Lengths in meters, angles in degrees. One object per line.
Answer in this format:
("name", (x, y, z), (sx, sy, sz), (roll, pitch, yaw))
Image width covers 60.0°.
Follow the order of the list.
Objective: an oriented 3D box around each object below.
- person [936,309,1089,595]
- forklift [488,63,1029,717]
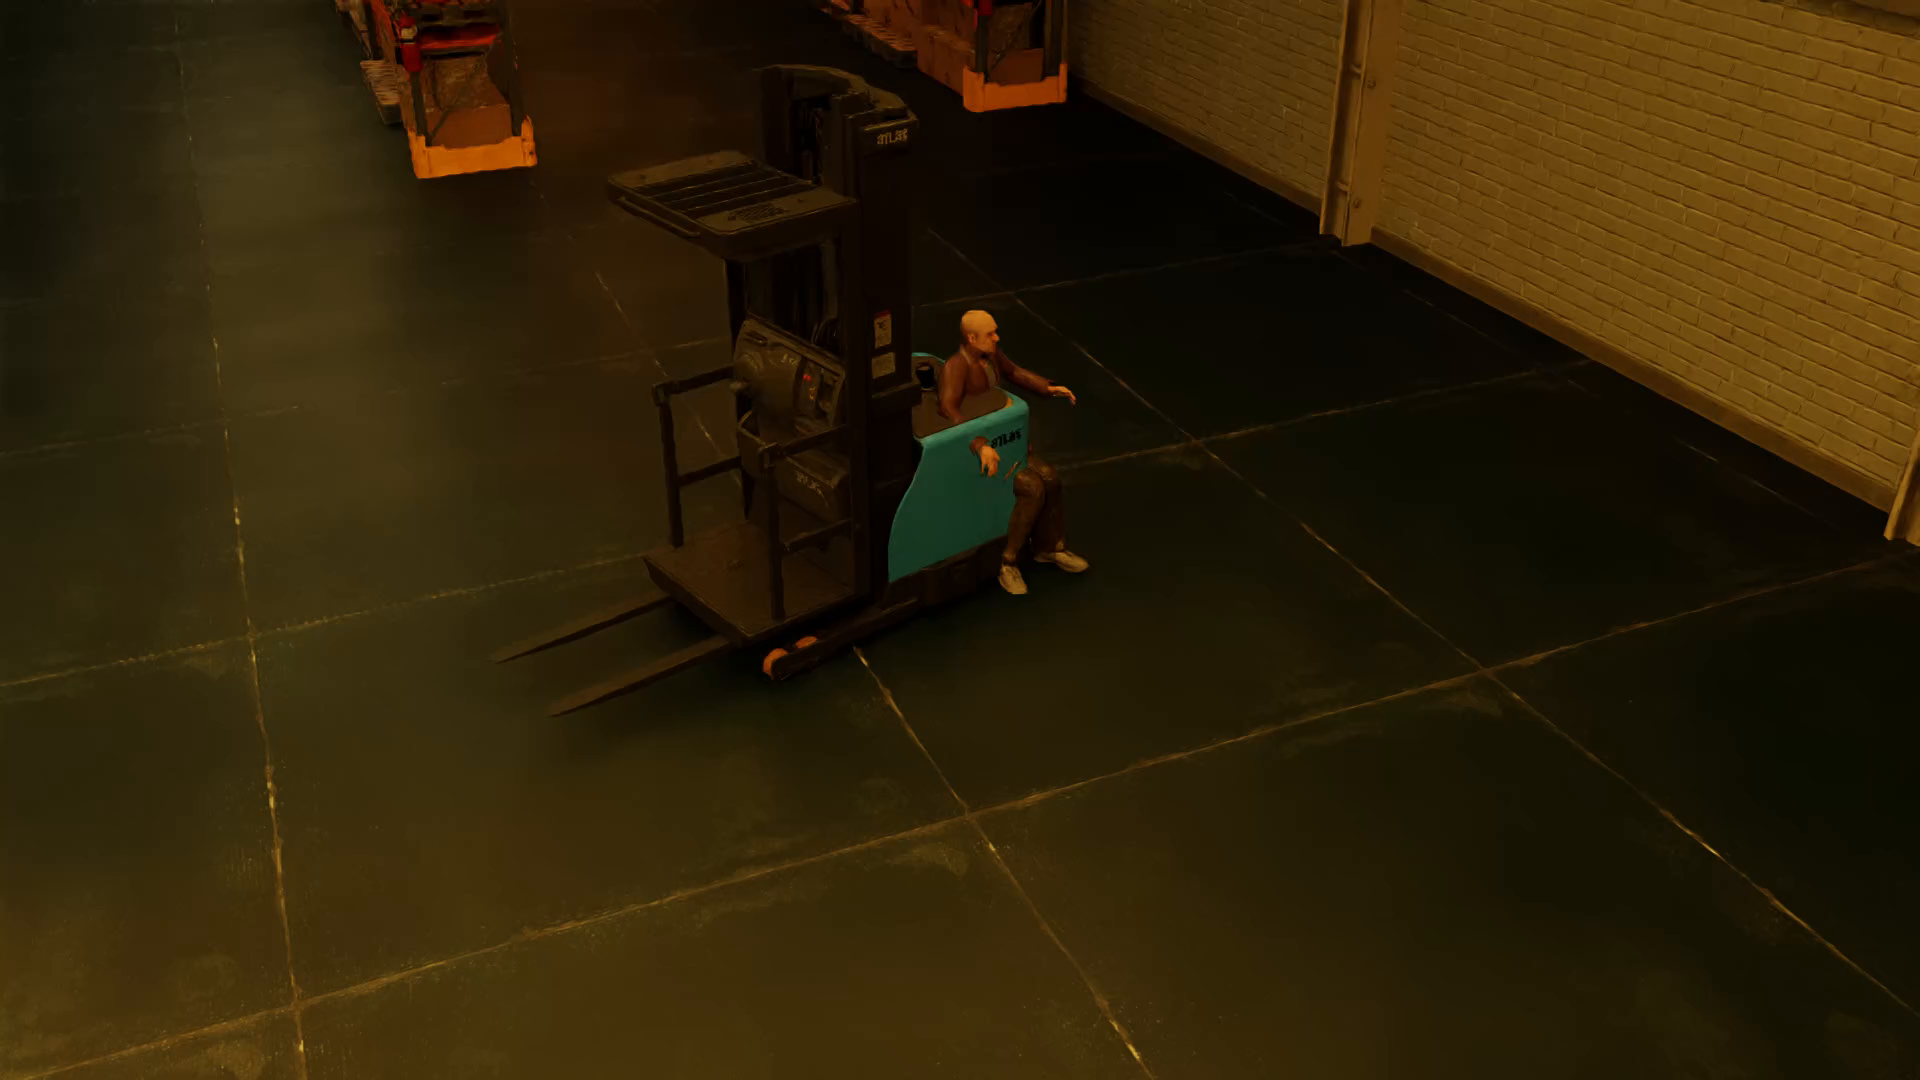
("person", (0.336, -0.539, 9.507), (0.892, 1.540, 0.963), (8, 31, 13))
("forklift", (-1.056, -0.826, 8.565), (3.031, 2.935, 1.130), (-22, 37, -34))
